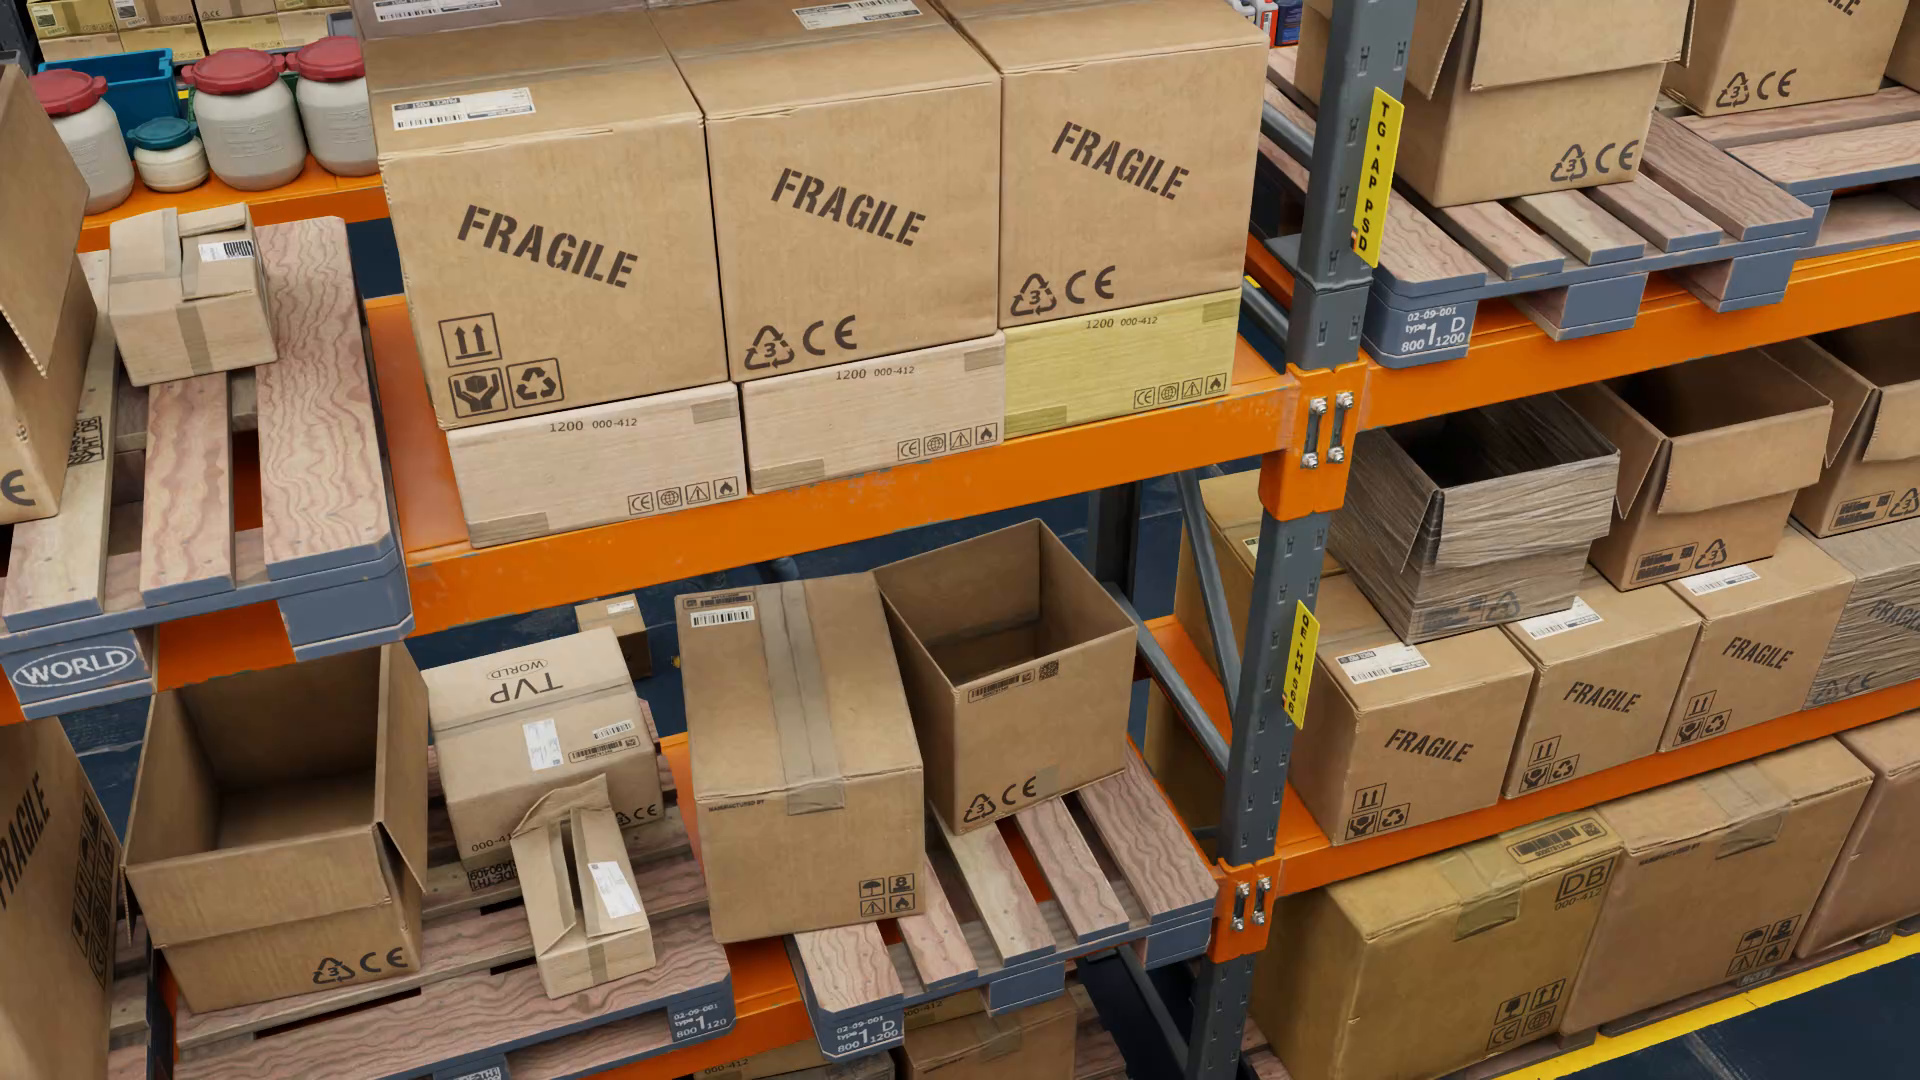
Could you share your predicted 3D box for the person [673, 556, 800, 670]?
[{"bbox_3d":[-0.903,-0.224,6.458,0.602,1.828,0.596,7,38,9],"label":"person"}]
